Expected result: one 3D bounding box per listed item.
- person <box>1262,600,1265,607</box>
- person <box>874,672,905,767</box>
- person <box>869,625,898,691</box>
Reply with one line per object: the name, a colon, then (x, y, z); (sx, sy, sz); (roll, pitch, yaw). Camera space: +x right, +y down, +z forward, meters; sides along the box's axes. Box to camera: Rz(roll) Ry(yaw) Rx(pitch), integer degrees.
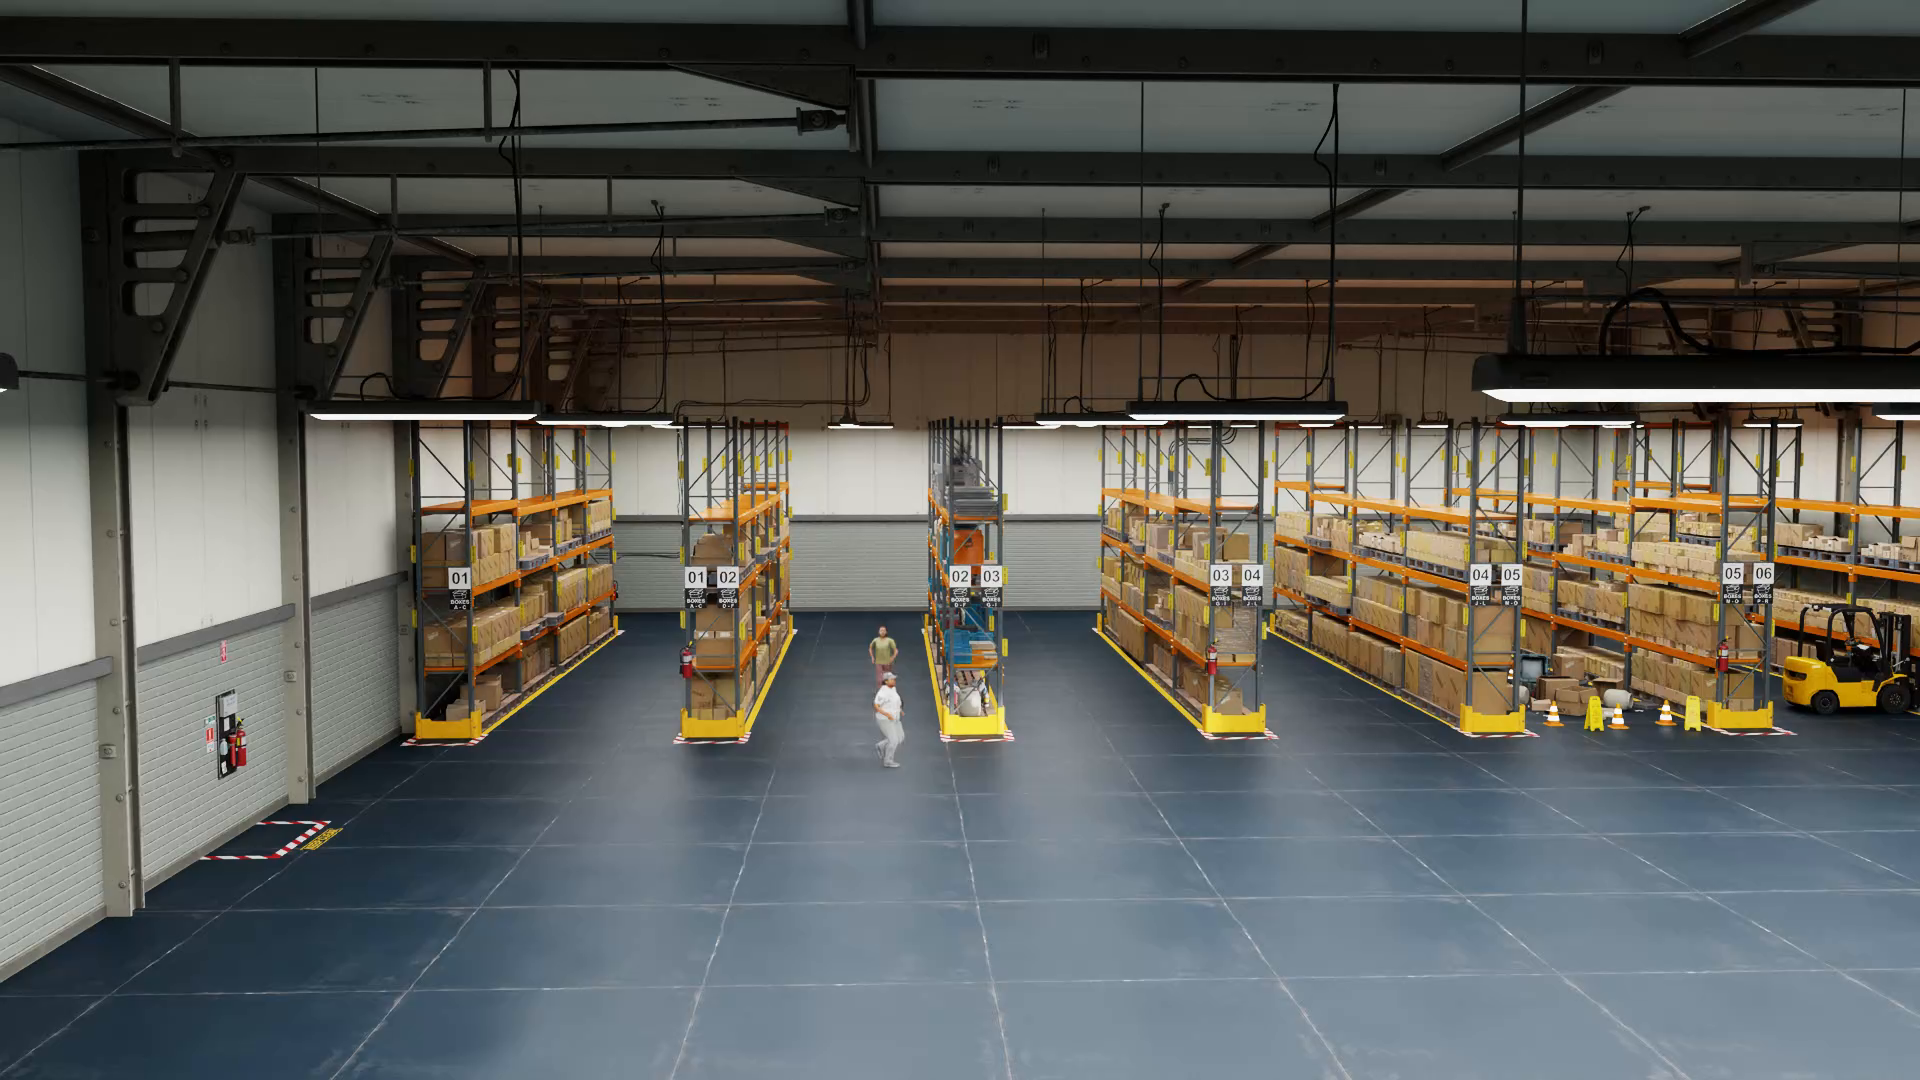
person: (7.937, 2.020, 44.716); (0.507, 1.620, 0.679); (0, 4, 0)
person: (-1.230, 3.060, 28.394); (0.503, 1.622, 0.594); (2, 4, 28)
person: (-1.626, 2.608, 35.142); (0.615, 1.632, 0.770); (0, 4, 0)
